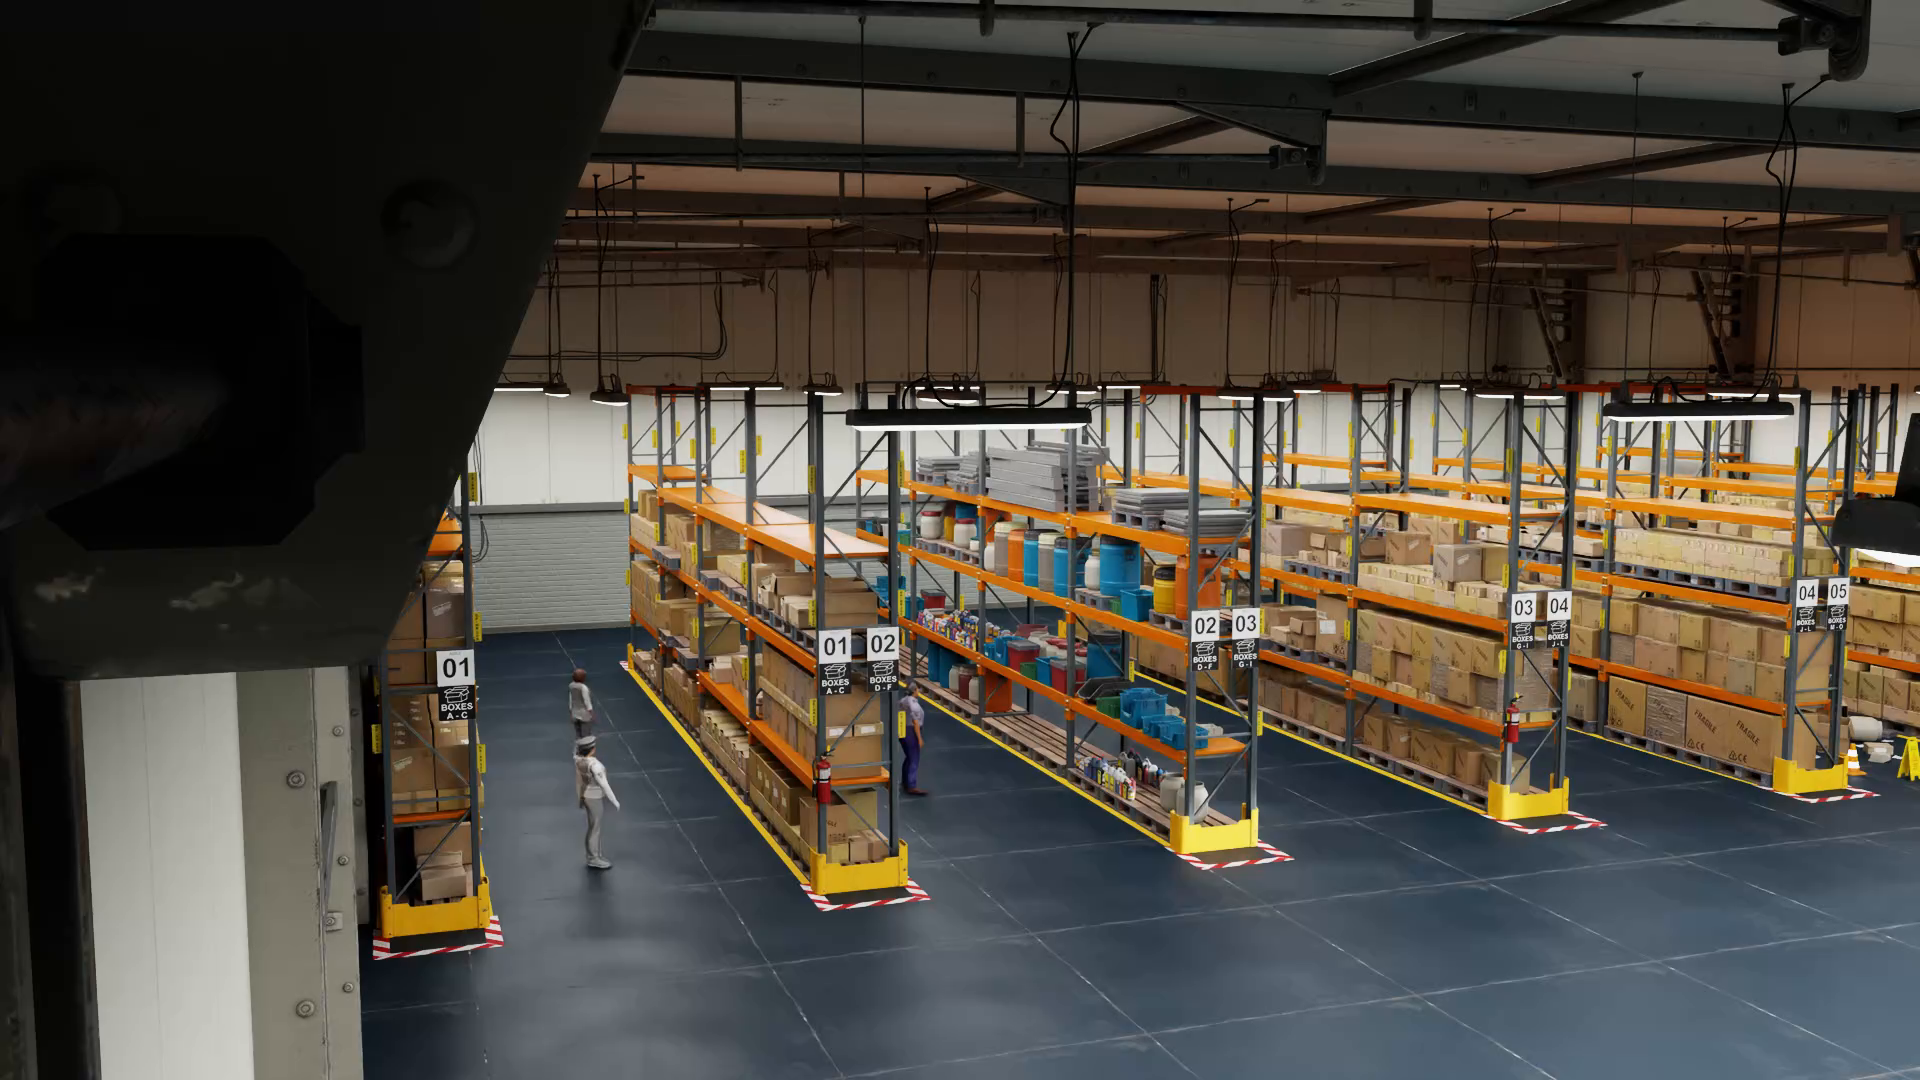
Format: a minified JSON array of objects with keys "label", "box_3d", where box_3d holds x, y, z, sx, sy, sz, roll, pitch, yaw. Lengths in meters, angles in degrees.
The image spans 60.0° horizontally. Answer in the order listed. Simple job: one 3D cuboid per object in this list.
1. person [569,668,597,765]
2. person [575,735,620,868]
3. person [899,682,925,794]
[{"label":"person","box_3d":[-5.978,2.810,26.316,0.449,1.599,0.420,2,6,18]},{"label":"person","box_3d":[-4.604,3.335,21.124,0.523,1.723,0.499,-2,6,-20]},{"label":"person","box_3d":[-0.735,2.996,24.898,0.361,1.719,0.563,-2,6,-21]}]
